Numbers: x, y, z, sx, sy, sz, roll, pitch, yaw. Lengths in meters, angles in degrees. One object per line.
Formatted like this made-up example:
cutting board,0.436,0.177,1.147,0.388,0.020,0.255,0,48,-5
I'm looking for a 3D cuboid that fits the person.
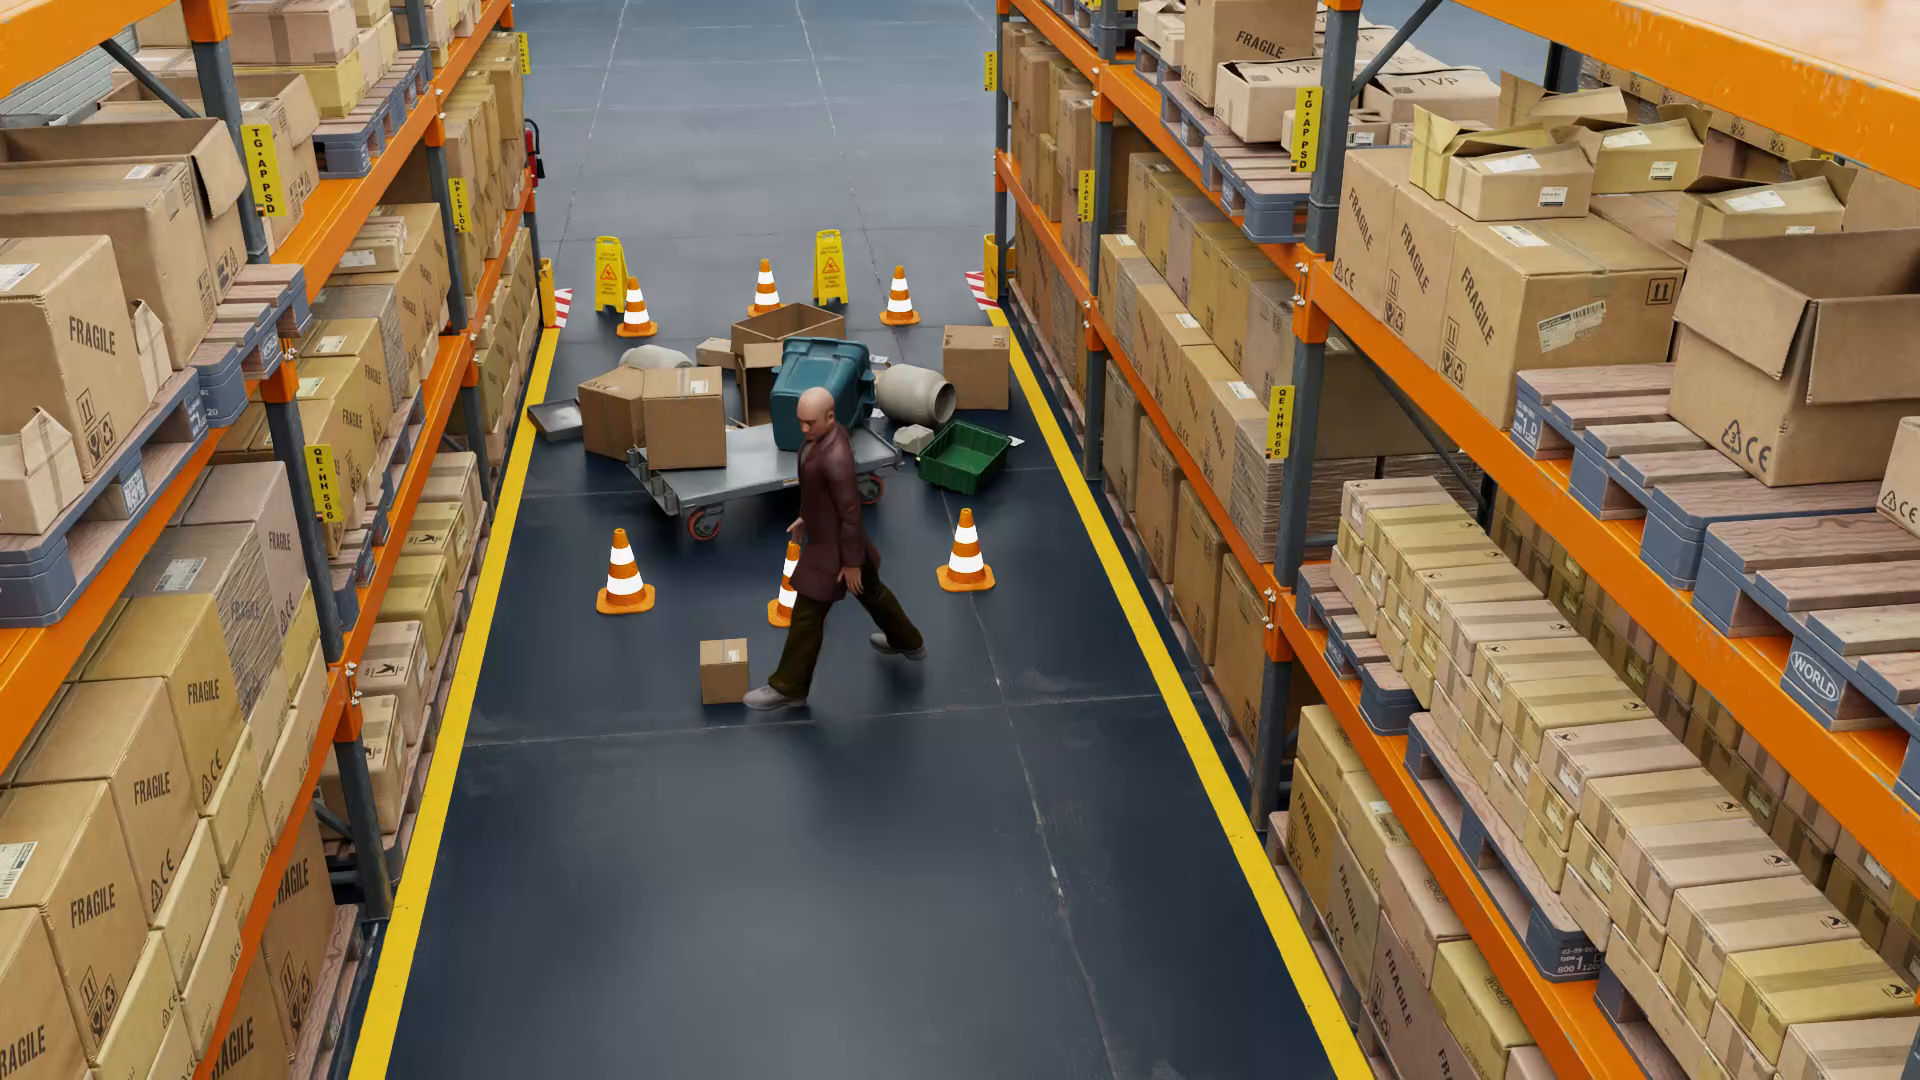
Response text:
person,-0.667,-0.004,8.652,0.993,1.745,0.702,-2,27,-4
